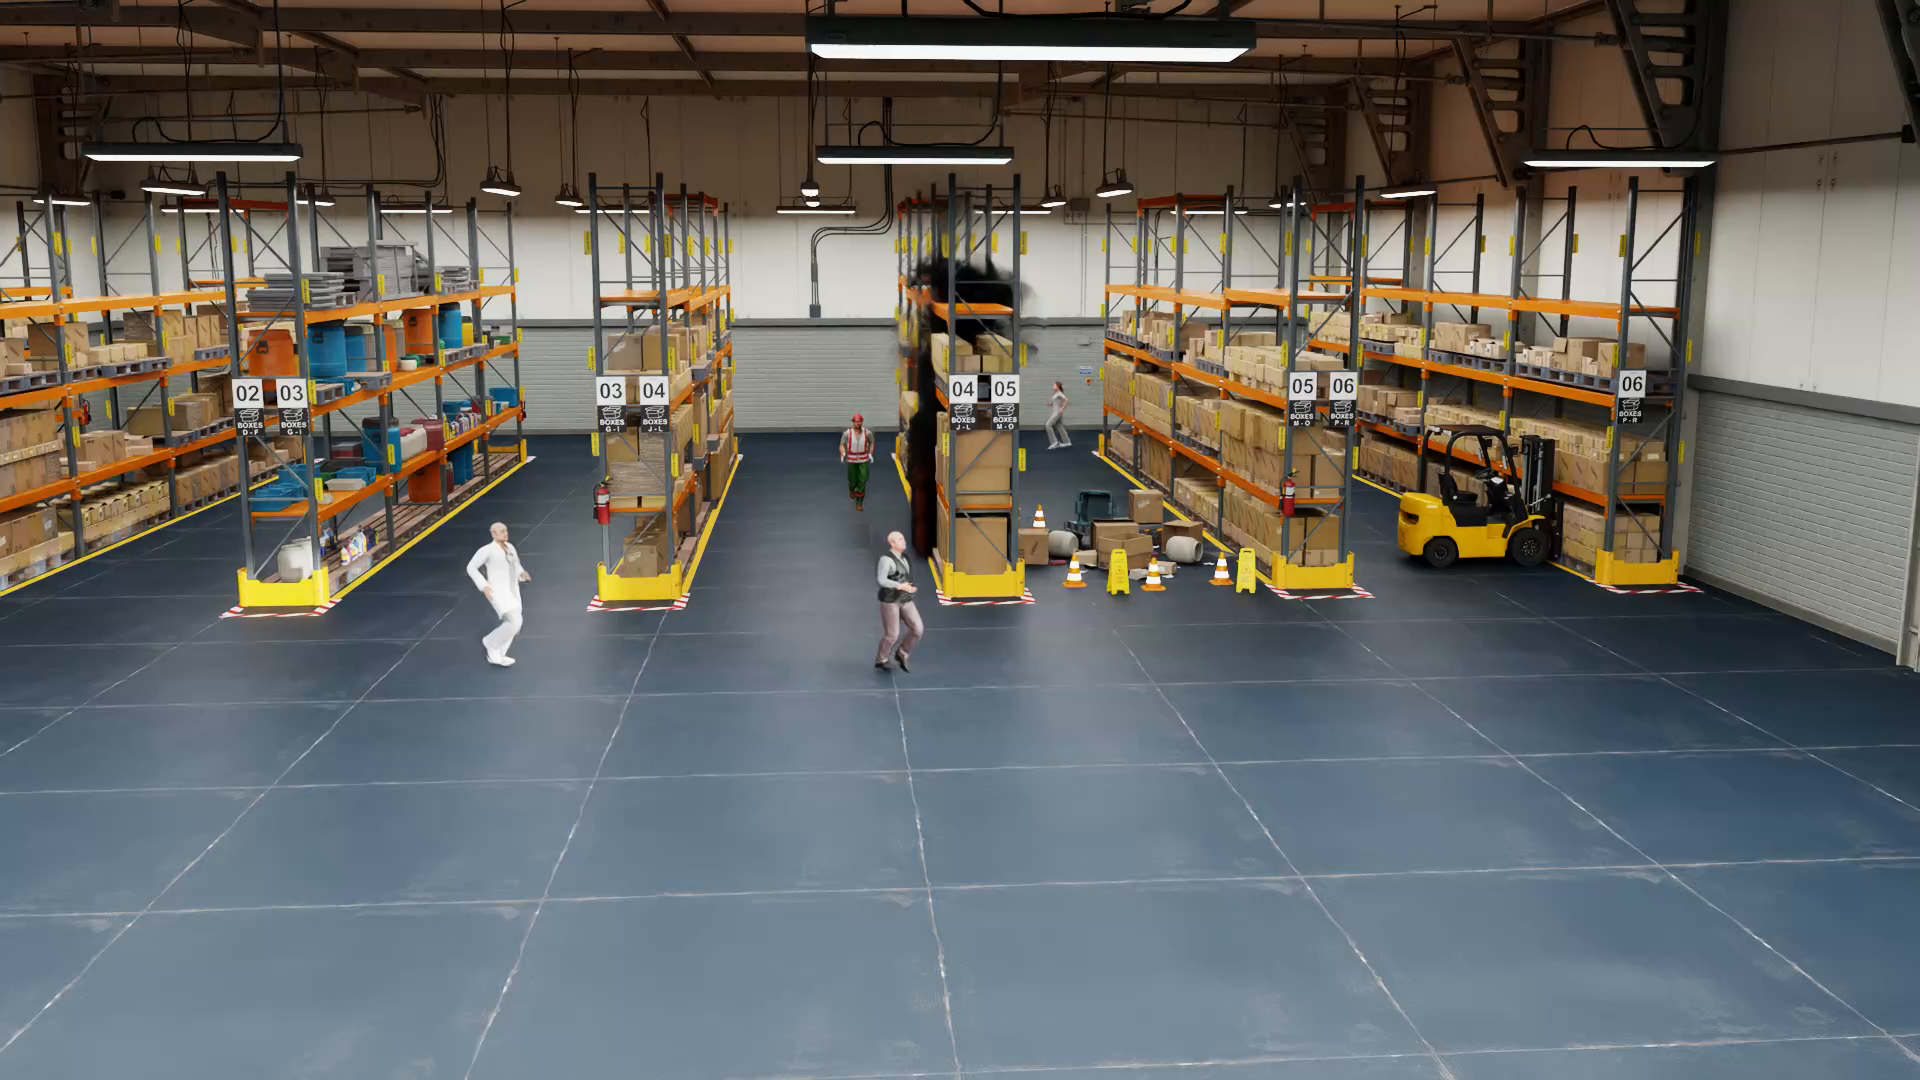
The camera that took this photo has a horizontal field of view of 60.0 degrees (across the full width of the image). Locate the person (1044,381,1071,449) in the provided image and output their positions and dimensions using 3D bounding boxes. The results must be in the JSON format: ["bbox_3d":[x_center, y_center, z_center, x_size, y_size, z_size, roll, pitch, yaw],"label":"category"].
[{"bbox_3d":[2.442,-3.099,41.469,0.691,1.706,0.577,0,10,1],"label":"person"}]

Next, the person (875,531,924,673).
[{"bbox_3d":[-0.725,0.754,19.572,0.703,1.734,0.657,8,13,37],"label":"person"}]

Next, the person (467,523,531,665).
[{"bbox_3d":[-5.434,0.657,19.922,0.652,1.737,0.692,4,11,21],"label":"person"}]

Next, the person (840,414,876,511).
[{"bbox_3d":[-1.848,-1.428,30.128,0.646,1.750,0.711,-1,10,-7],"label":"person"}]
